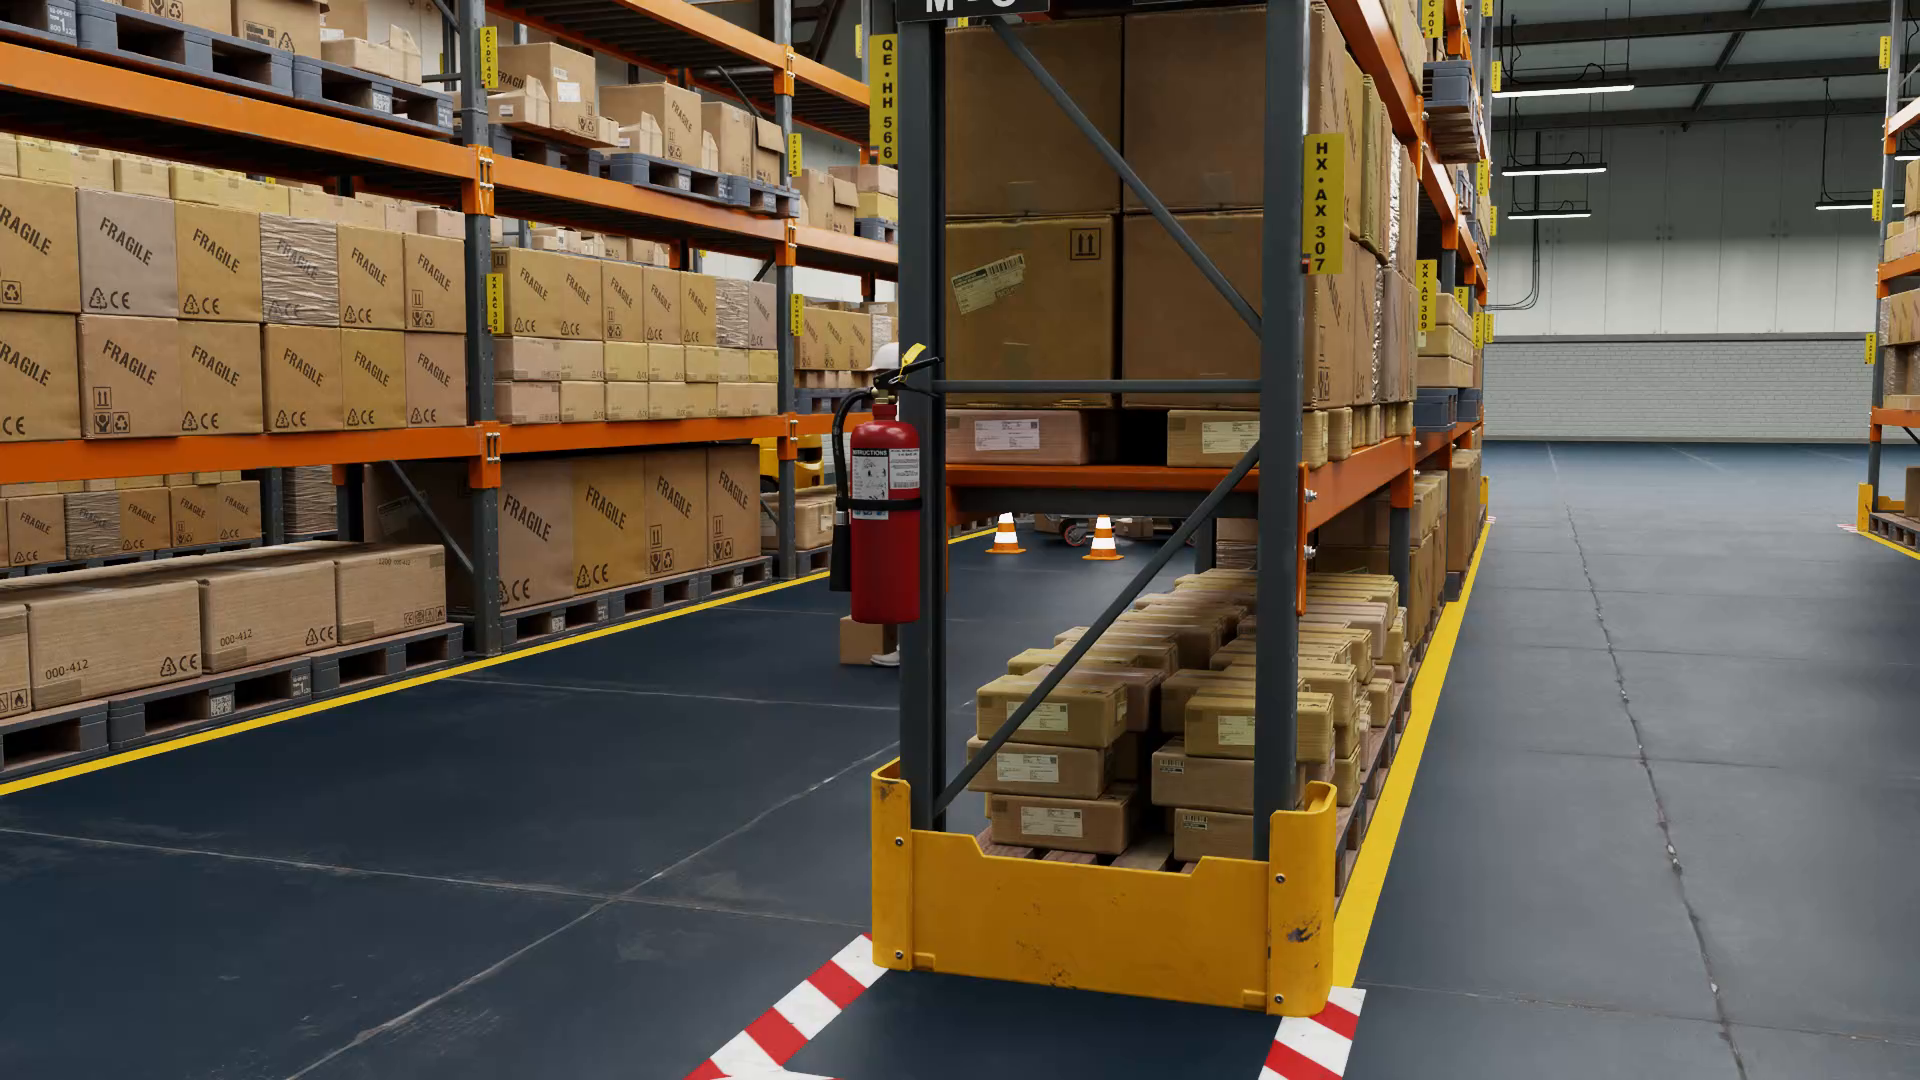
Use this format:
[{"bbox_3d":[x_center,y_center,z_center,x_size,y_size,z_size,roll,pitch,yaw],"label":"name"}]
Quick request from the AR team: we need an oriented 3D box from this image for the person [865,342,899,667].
[{"bbox_3d":[-0.283,-0.193,9.069,0.458,1.755,0.630,1,5,15],"label":"person"}]
